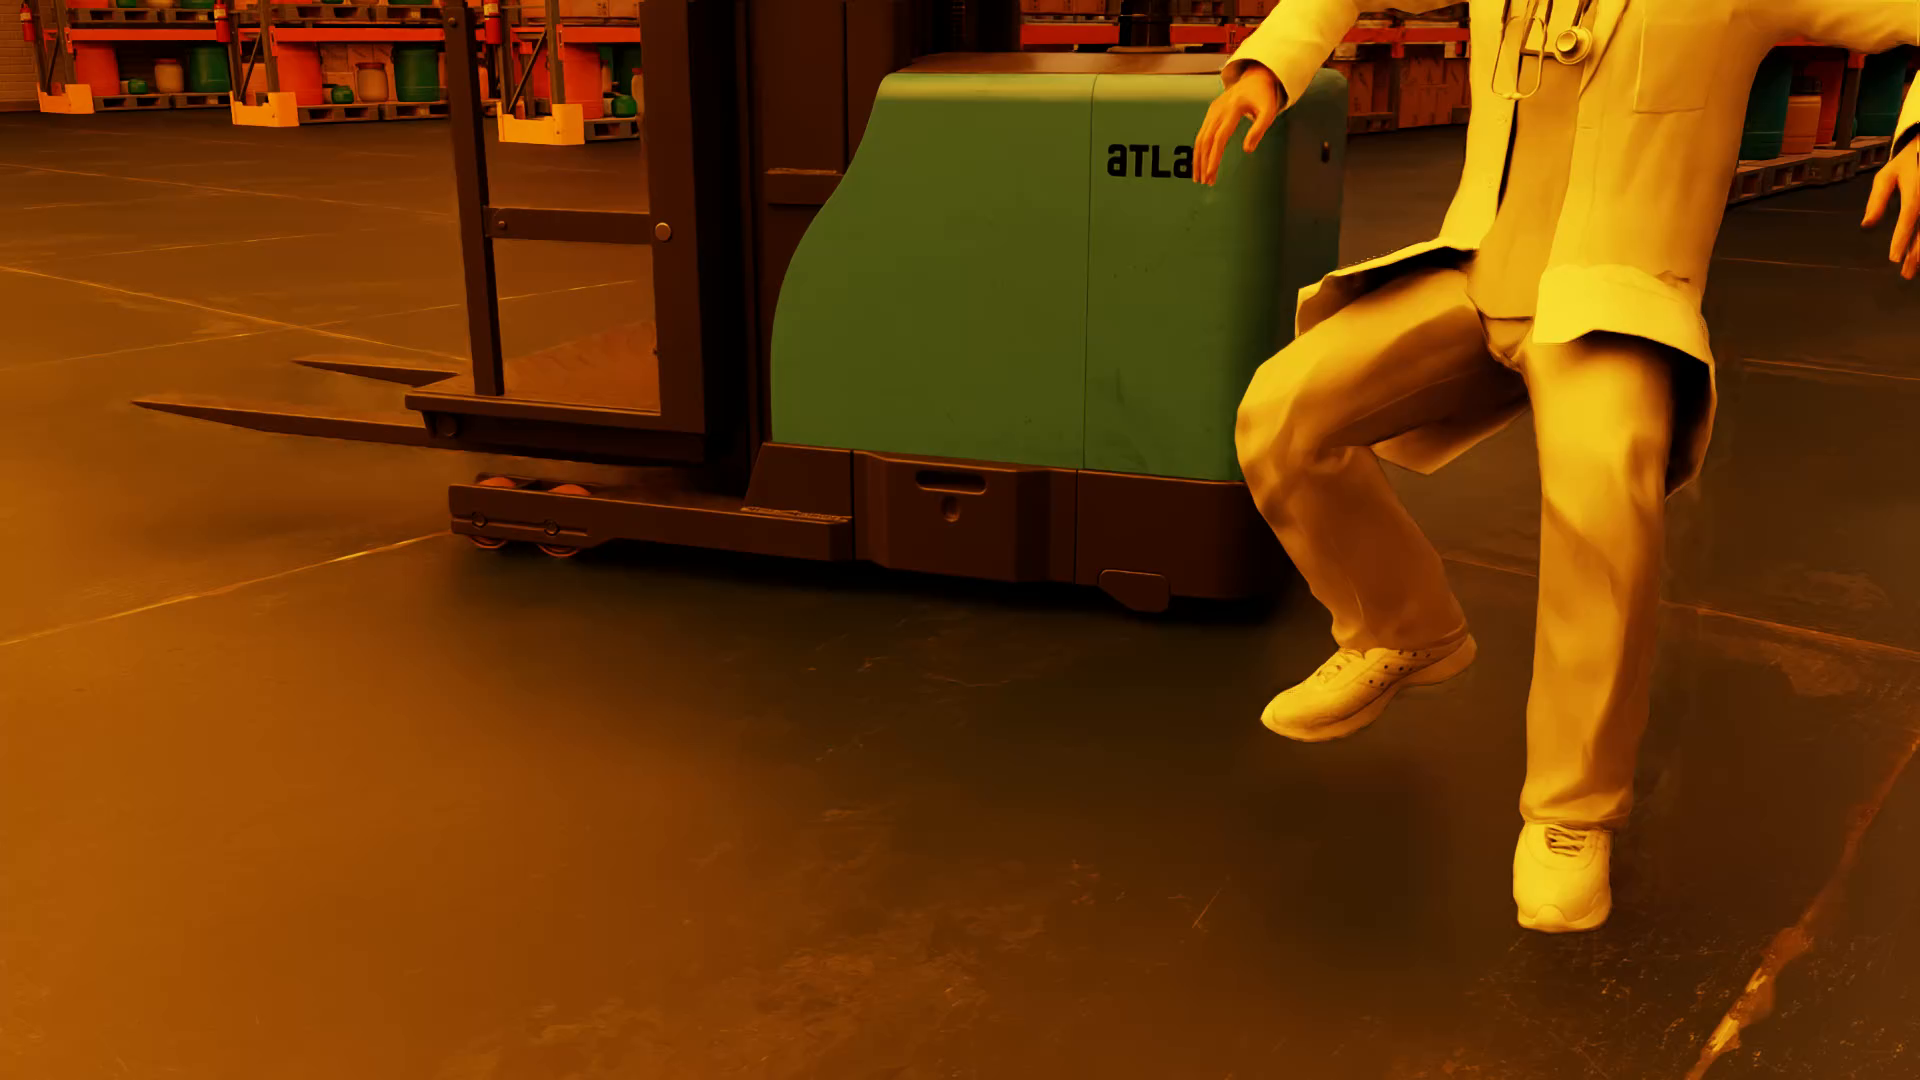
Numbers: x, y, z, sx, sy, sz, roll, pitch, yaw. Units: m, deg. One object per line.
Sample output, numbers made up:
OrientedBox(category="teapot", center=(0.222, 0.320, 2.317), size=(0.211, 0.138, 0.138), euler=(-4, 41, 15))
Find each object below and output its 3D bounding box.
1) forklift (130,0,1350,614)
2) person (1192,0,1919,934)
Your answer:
OrientedBox(category="forklift", center=(-0.654, -1.498, 3.831), size=(3.031, 2.935, 1.130), euler=(6, 18, 19))
OrientedBox(category="person", center=(0.776, -0.365, 2.276), size=(0.720, 1.522, 1.092), euler=(-14, 22, -38))
